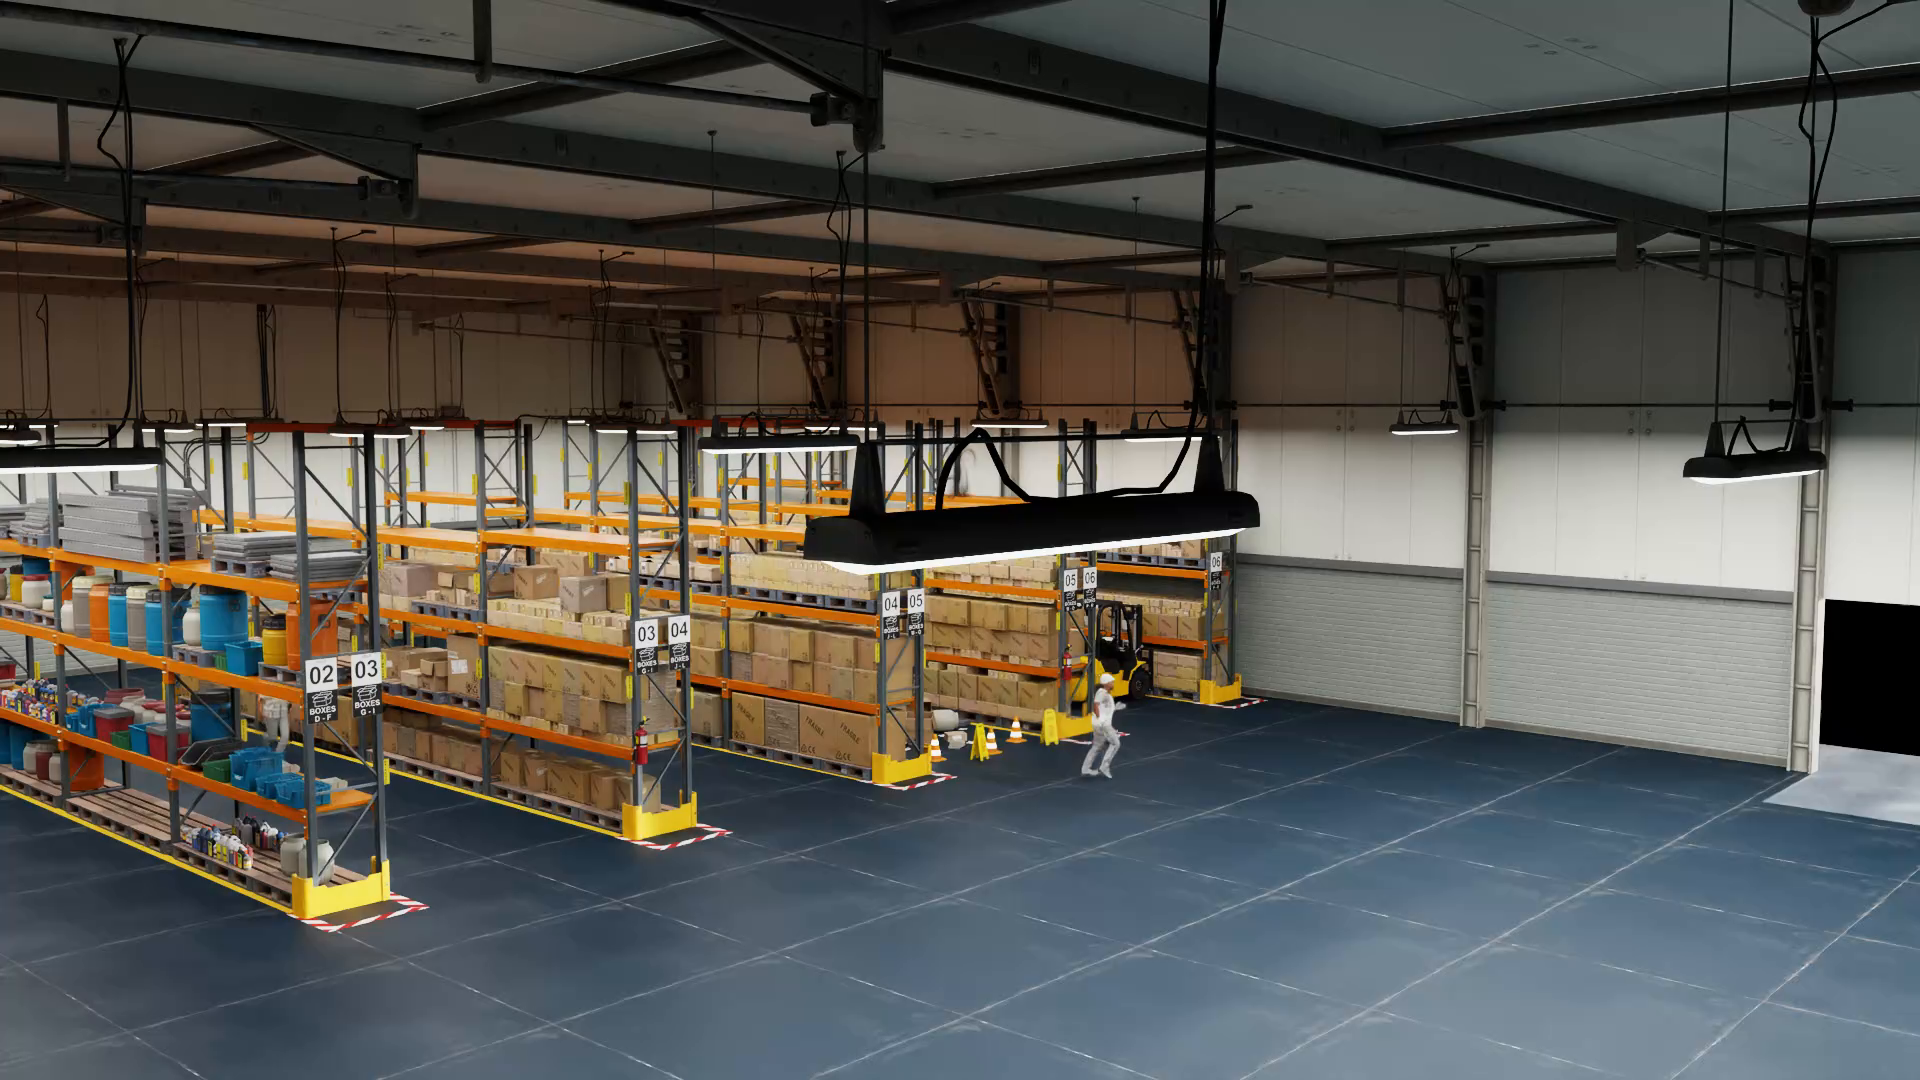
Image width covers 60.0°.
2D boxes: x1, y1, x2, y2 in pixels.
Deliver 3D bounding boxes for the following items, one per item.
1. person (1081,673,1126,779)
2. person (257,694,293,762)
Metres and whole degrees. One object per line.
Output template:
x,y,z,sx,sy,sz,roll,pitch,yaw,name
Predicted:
2.455,3.161,28.144,0.789,1.810,0.680,0,5,-6,person
-12.161,3.138,29.531,0.672,1.634,0.635,4,6,43,person
